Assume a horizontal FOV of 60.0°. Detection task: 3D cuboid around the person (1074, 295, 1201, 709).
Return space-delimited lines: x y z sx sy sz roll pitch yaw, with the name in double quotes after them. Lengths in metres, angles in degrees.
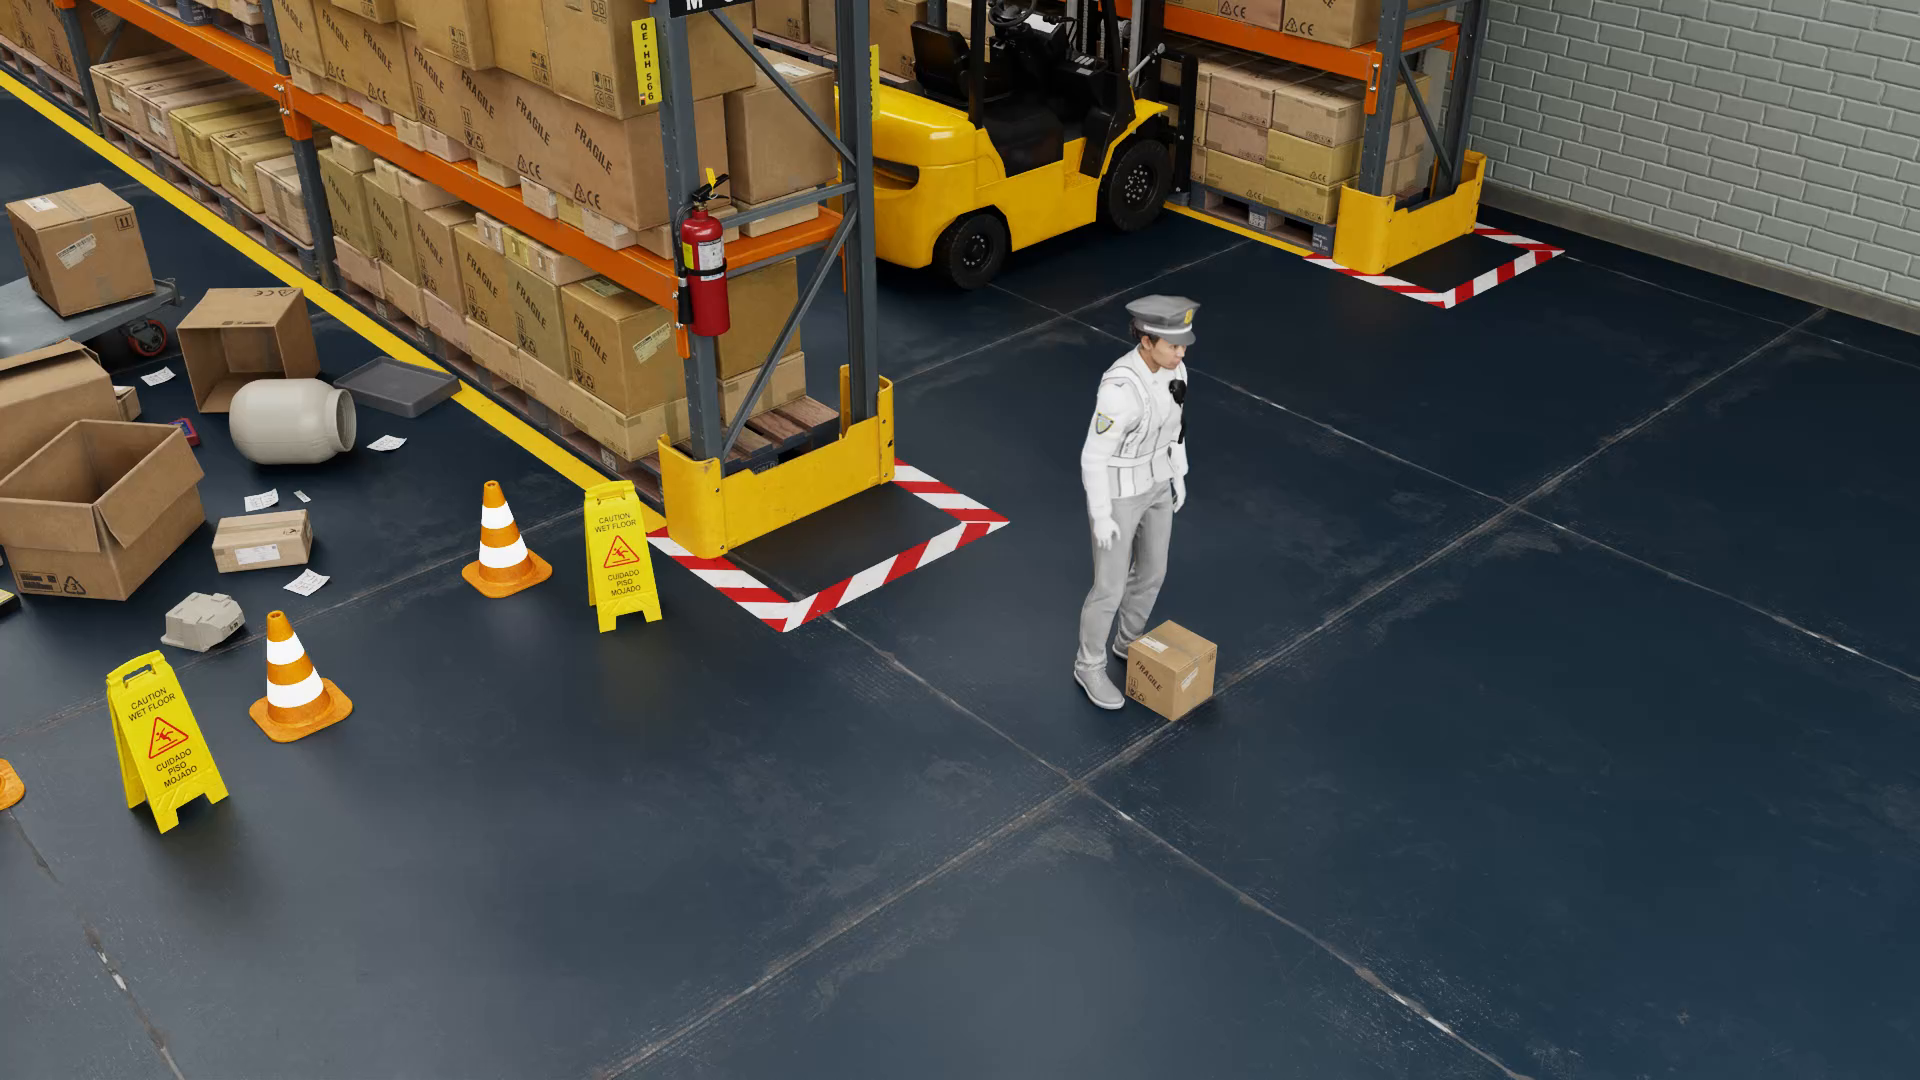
0.679 -0.170 6.406 0.539 1.663 0.376 -27 41 -36 "person"
